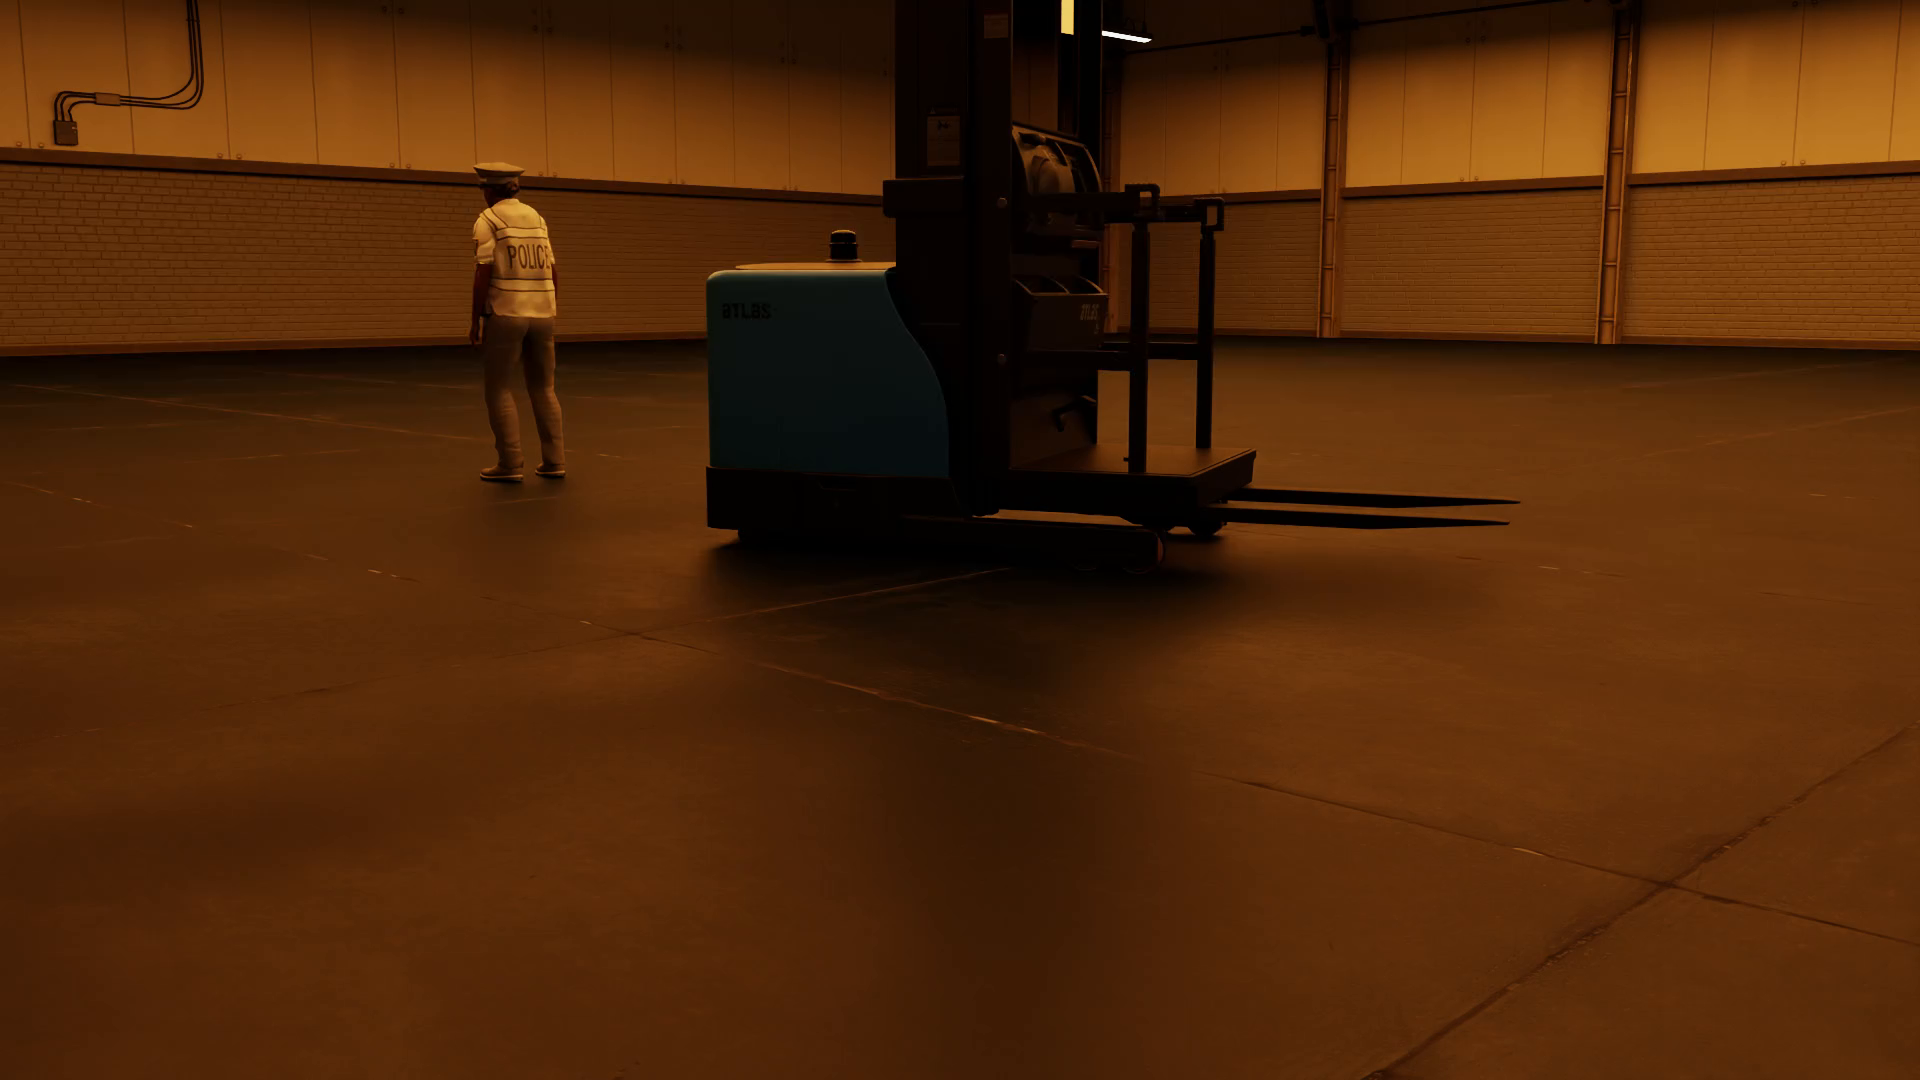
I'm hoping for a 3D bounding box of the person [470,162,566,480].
[{"bbox_3d":[-2.338,-1.148,8.774,0.396,1.661,0.525,8,12,43],"label":"person"}]

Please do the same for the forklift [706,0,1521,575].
[{"bbox_3d":[0.565,-1.416,6.275,3.031,2.935,1.130,3,9,22],"label":"forklift"}]
